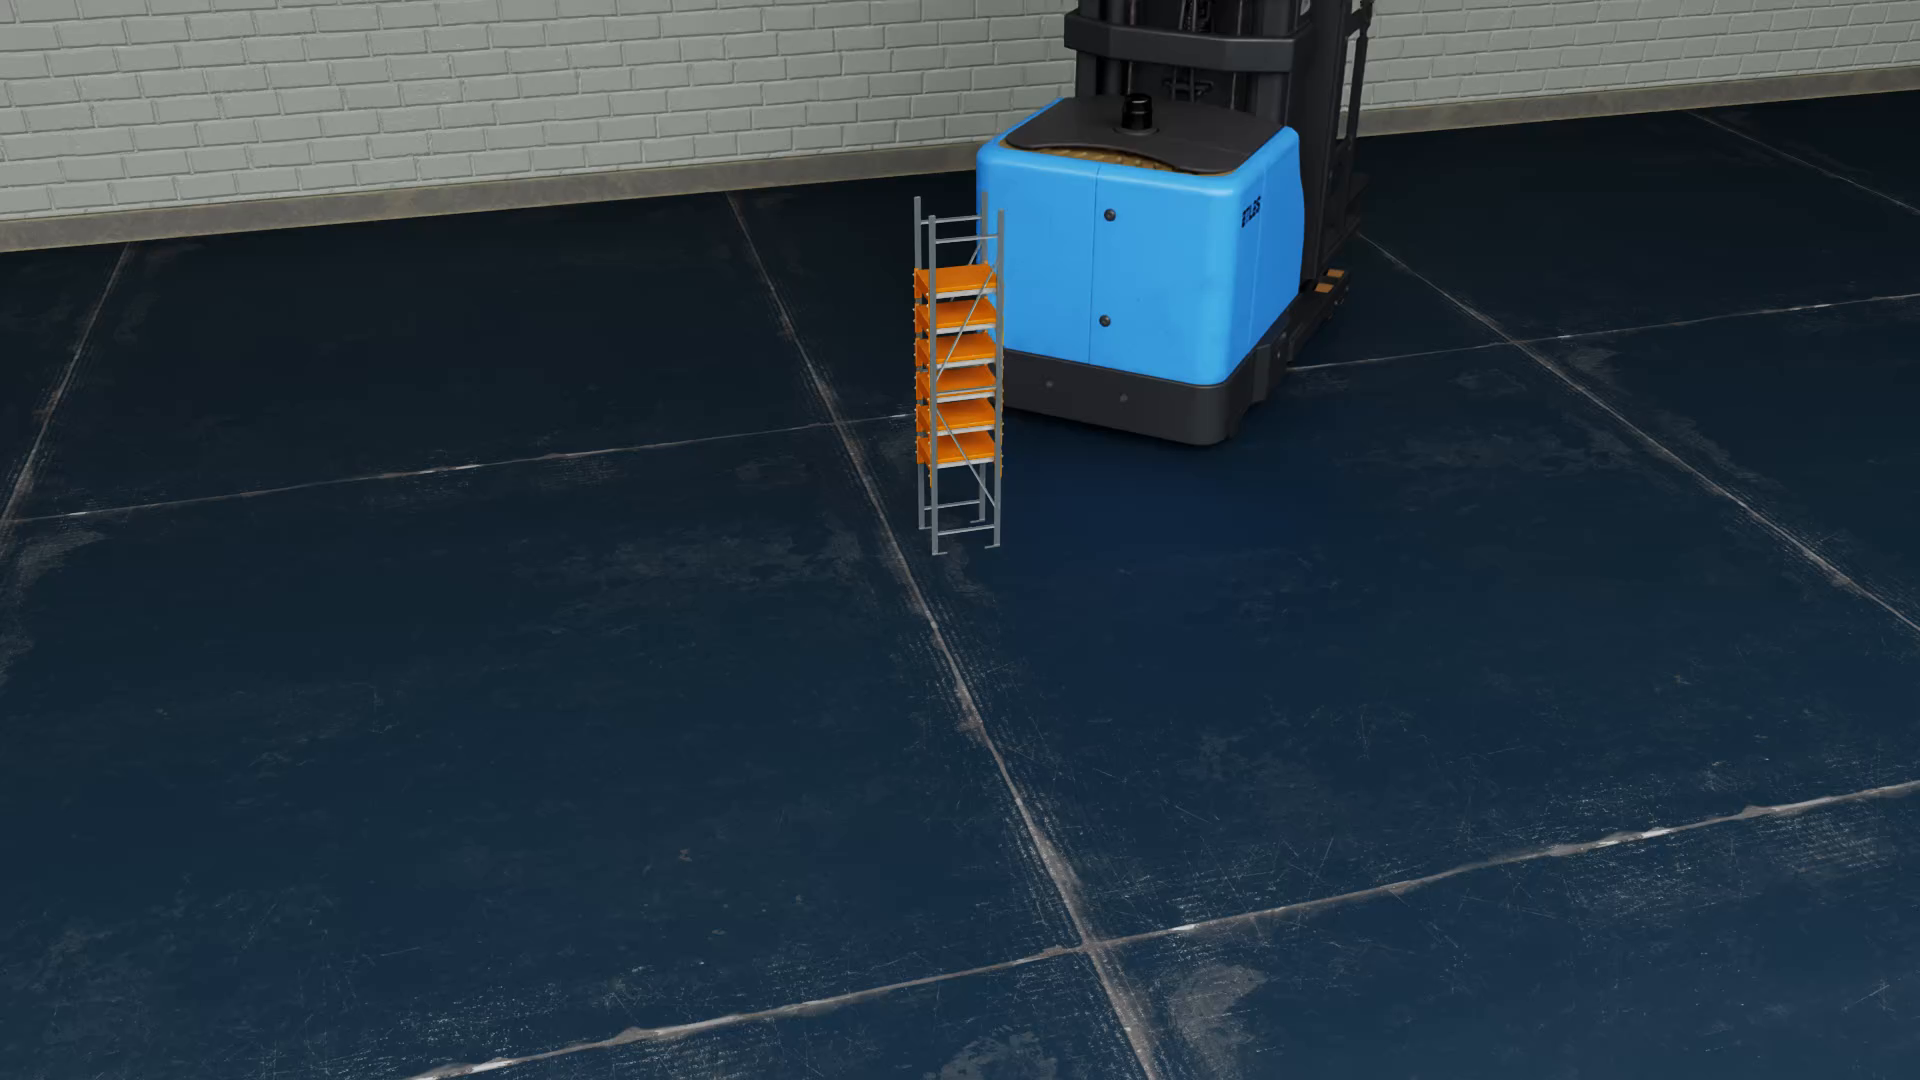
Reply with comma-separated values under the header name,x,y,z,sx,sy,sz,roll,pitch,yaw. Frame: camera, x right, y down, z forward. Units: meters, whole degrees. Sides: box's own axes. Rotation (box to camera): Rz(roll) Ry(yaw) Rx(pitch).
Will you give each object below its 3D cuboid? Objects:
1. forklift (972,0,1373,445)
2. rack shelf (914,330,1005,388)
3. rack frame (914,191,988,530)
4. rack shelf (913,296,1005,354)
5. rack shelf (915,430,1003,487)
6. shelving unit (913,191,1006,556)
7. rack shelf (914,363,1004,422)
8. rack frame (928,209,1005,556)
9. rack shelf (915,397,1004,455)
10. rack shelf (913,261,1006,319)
name,x,y,z,sx,sy,sz,roll,pitch,yaw
forklift,1.141,-2.339,6.866,1.130,2.935,3.031,14,33,22
rack shelf,-0.004,-0.592,5.424,0.258,0.103,0.180,-8,31,-13
rack frame,-0.028,-0.570,5.538,0.240,1.200,0.006,-8,31,-13
rack shelf,-0.004,-0.696,5.364,0.258,0.103,0.180,-8,31,-13
rack shelf,-0.004,-0.280,5.604,0.258,0.103,0.180,-8,31,-13
shelving unit,-0.004,-0.526,5.462,0.258,1.200,0.189,-8,31,-13
rack shelf,-0.004,-0.488,5.484,0.258,0.103,0.180,-8,31,-13
rack frame,0.020,-0.482,5.385,0.240,1.200,0.006,-8,31,-13
rack shelf,-0.004,-0.384,5.544,0.258,0.103,0.180,-8,31,-13
rack shelf,-0.004,-0.799,5.303,0.258,0.103,0.180,-8,31,-13
